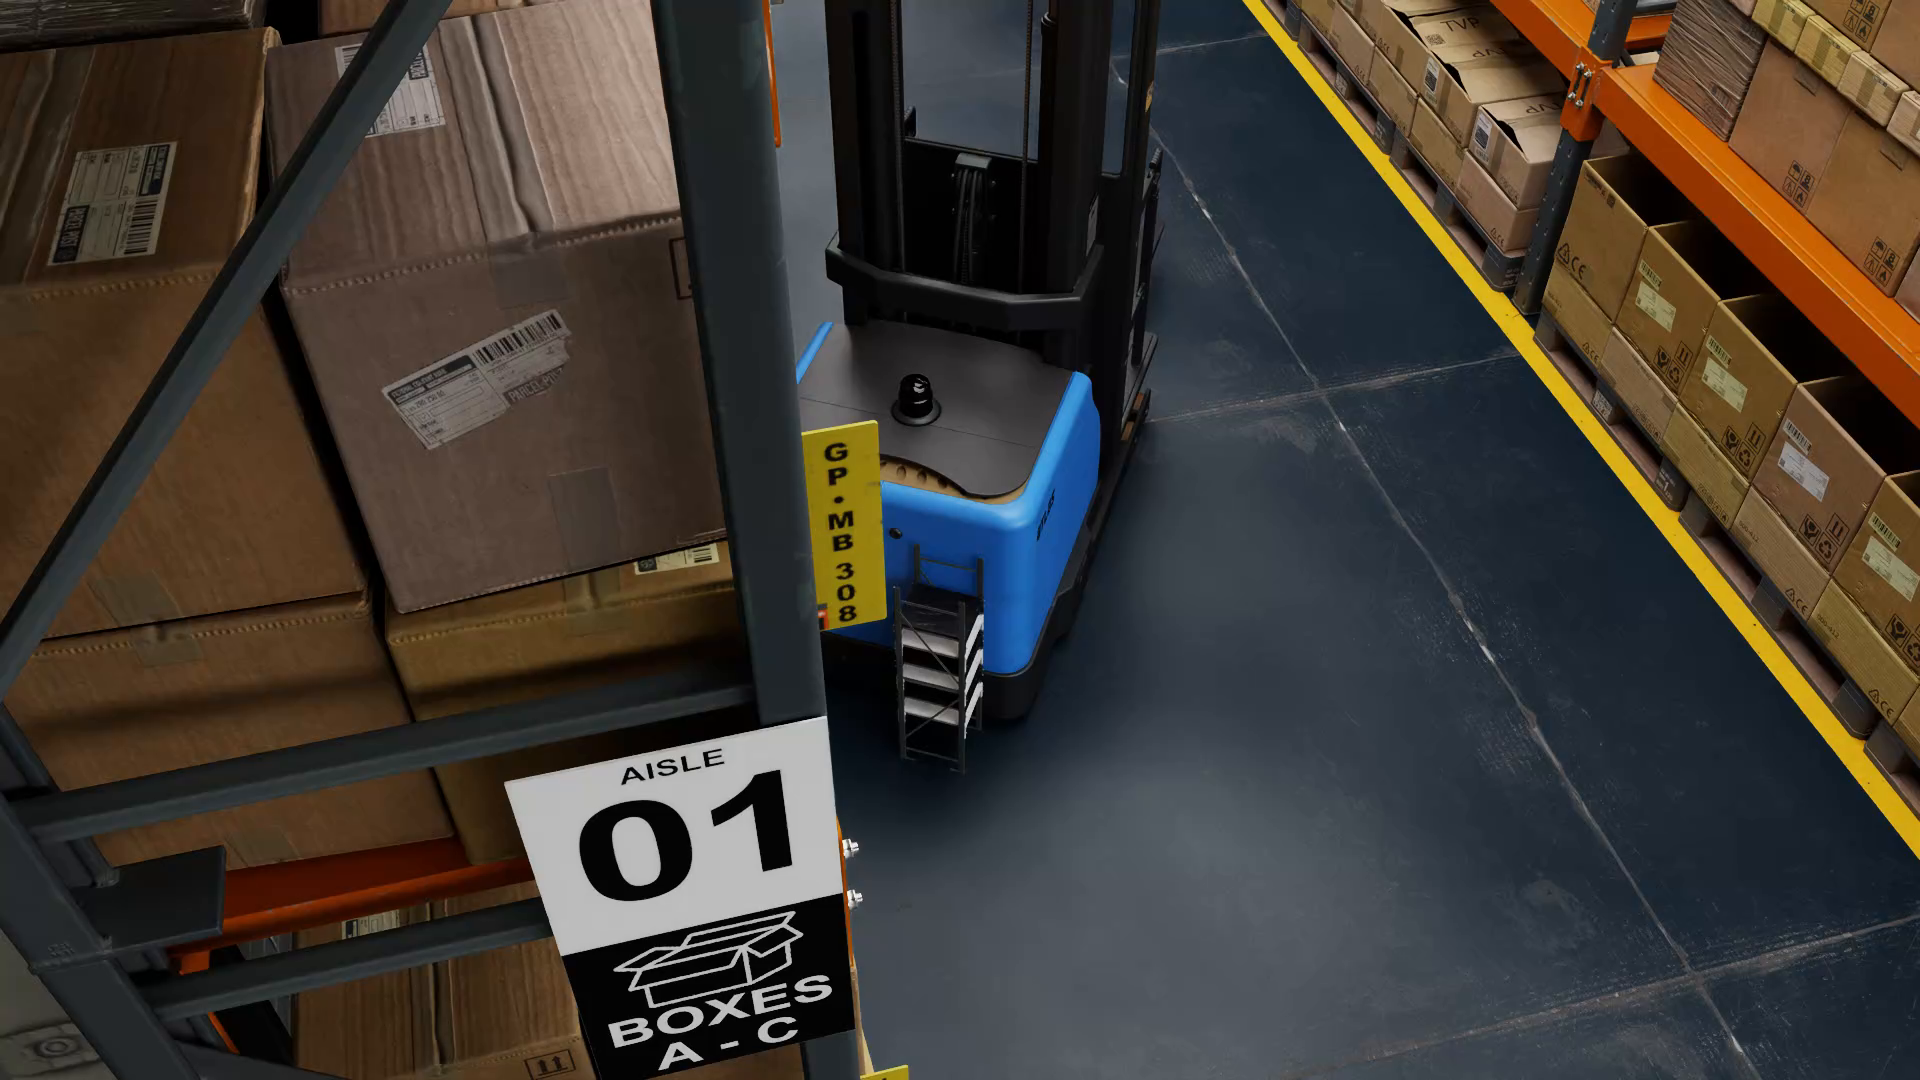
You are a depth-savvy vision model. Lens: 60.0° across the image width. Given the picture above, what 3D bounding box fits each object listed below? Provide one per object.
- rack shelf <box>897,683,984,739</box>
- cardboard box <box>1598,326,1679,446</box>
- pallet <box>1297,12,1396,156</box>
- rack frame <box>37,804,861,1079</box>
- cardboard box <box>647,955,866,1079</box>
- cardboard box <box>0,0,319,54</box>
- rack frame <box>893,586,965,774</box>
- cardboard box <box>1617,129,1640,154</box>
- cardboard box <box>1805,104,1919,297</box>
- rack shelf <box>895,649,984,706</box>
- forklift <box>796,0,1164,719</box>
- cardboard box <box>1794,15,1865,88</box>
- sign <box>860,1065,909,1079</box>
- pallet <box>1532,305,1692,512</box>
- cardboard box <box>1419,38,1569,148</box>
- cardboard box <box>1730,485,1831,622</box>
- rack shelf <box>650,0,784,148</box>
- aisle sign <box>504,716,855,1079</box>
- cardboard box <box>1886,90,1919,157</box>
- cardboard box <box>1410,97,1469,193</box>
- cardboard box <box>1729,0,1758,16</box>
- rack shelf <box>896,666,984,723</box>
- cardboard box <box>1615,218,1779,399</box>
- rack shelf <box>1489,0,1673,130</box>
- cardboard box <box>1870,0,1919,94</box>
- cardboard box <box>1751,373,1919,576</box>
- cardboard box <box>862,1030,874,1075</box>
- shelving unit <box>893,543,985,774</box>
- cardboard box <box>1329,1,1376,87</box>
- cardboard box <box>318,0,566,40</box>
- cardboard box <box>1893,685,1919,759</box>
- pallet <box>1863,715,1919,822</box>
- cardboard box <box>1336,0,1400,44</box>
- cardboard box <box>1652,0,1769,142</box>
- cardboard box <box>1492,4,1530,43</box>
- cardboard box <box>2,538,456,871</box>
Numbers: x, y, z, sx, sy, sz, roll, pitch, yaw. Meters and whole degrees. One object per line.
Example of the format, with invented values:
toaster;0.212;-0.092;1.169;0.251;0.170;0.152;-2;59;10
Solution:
rack shelf;-0.068;0.571;5.859;0.258;0.077;0.200;13;47;12
cardboard box;3.048;-0.687;6.954;0.500;0.250;0.500;-11;47;-10
pallet;2.557;-2.593;9.143;1.003;0.211;1.213;-11;47;-10
rack frame;-0.664;1.446;3.232;1.000;3.000;0.127;-11;47;-10
cardboard box;-0.496;0.845;3.388;0.500;0.500;0.500;-11;47;-10
cardboard box;-1.178;-0.620;2.373;0.500;0.500;0.500;-8;46;-8
rack frame;-0.099;0.491;5.638;0.240;0.900;0.006;13;47;12
cardboard box;3.234;-1.935;7.785;0.500;0.311;0.500;-11;47;-10
cardboard box;3.485;-1.243;5.798;0.700;0.500;0.500;-10;46;-10
rack shelf;-0.068;0.445;5.730;0.258;0.077;0.200;13;47;12
forklift;0.190;-1.451;6.120;1.130;2.935;3.031;13;47;12
cardboard box;3.182;-1.733;5.824;0.380;0.149;0.250;-11;47;-11
sign;-0.140;1.044;3.021;0.100;0.325;0.005;-11;47;-10
pallet;3.263;-0.691;7.279;1.003;0.211;1.213;-11;47;-10
cardboard box;2.579;-2.190;8.034;0.500;0.311;0.500;-10;46;-9
cardboard box;3.305;0.004;6.277;0.500;0.250;0.500;-11;47;-10
rack shelf;-1.176;-1.781;2.701;1.077;0.370;4.000;-11;47;-10
aisle sign;-0.356;0.531;2.309;0.394;0.787;0.004;-11;47;-10
cardboard box;3.315;-1.376;5.474;0.380;0.149;0.250;-12;47;-11
cardboard box;2.585;-1.991;8.232;0.500;0.250;0.500;-11;47;-11
cardboard box;3.045;-2.092;6.175;0.380;0.149;0.250;-10;46;-10
rack shelf;-0.068;0.508;5.794;0.258;0.077;0.200;13;47;12
cardboard box;3.051;-0.950;6.686;0.500;0.500;0.500;-11;47;-10
rack shelf;2.587;-3.353;8.439;1.077;0.370;4.000;-11;47;-10
cardboard box;3.477;-1.713;5.350;0.700;0.500;0.500;-11;47;-10
cardboard box;3.302;-0.258;6.009;0.500;0.500;0.500;-11;47;-10
cardboard box;-0.482;1.097;3.666;0.500;0.250;0.500;-12;47;-11
shelving unit;-0.068;0.422;5.706;0.258;0.900;0.210;13;47;12
cardboard box;2.325;-2.696;8.923;0.500;0.250;0.500;-10;46;-10
cardboard box;-0.608;-0.662;2.414;0.500;0.500;0.500;-11;47;-11
cardboard box;3.561;0.694;5.601;0.500;0.250;0.500;-11;47;-10
pallet;3.887;0.994;5.628;1.003;0.211;1.213;-11;47;-10
cardboard box;2.329;-2.882;8.713;0.500;0.311;0.500;-11;47;-11
cardboard box;3.219;-1.953;6.494;0.700;0.500;0.500;-12;47;-11
cardboard box;2.978;-2.639;8.475;0.500;0.311;0.500;-12;47;-12
cardboard box;-1.016;0.113;2.355;0.500;0.500;0.500;-8;46;-7
